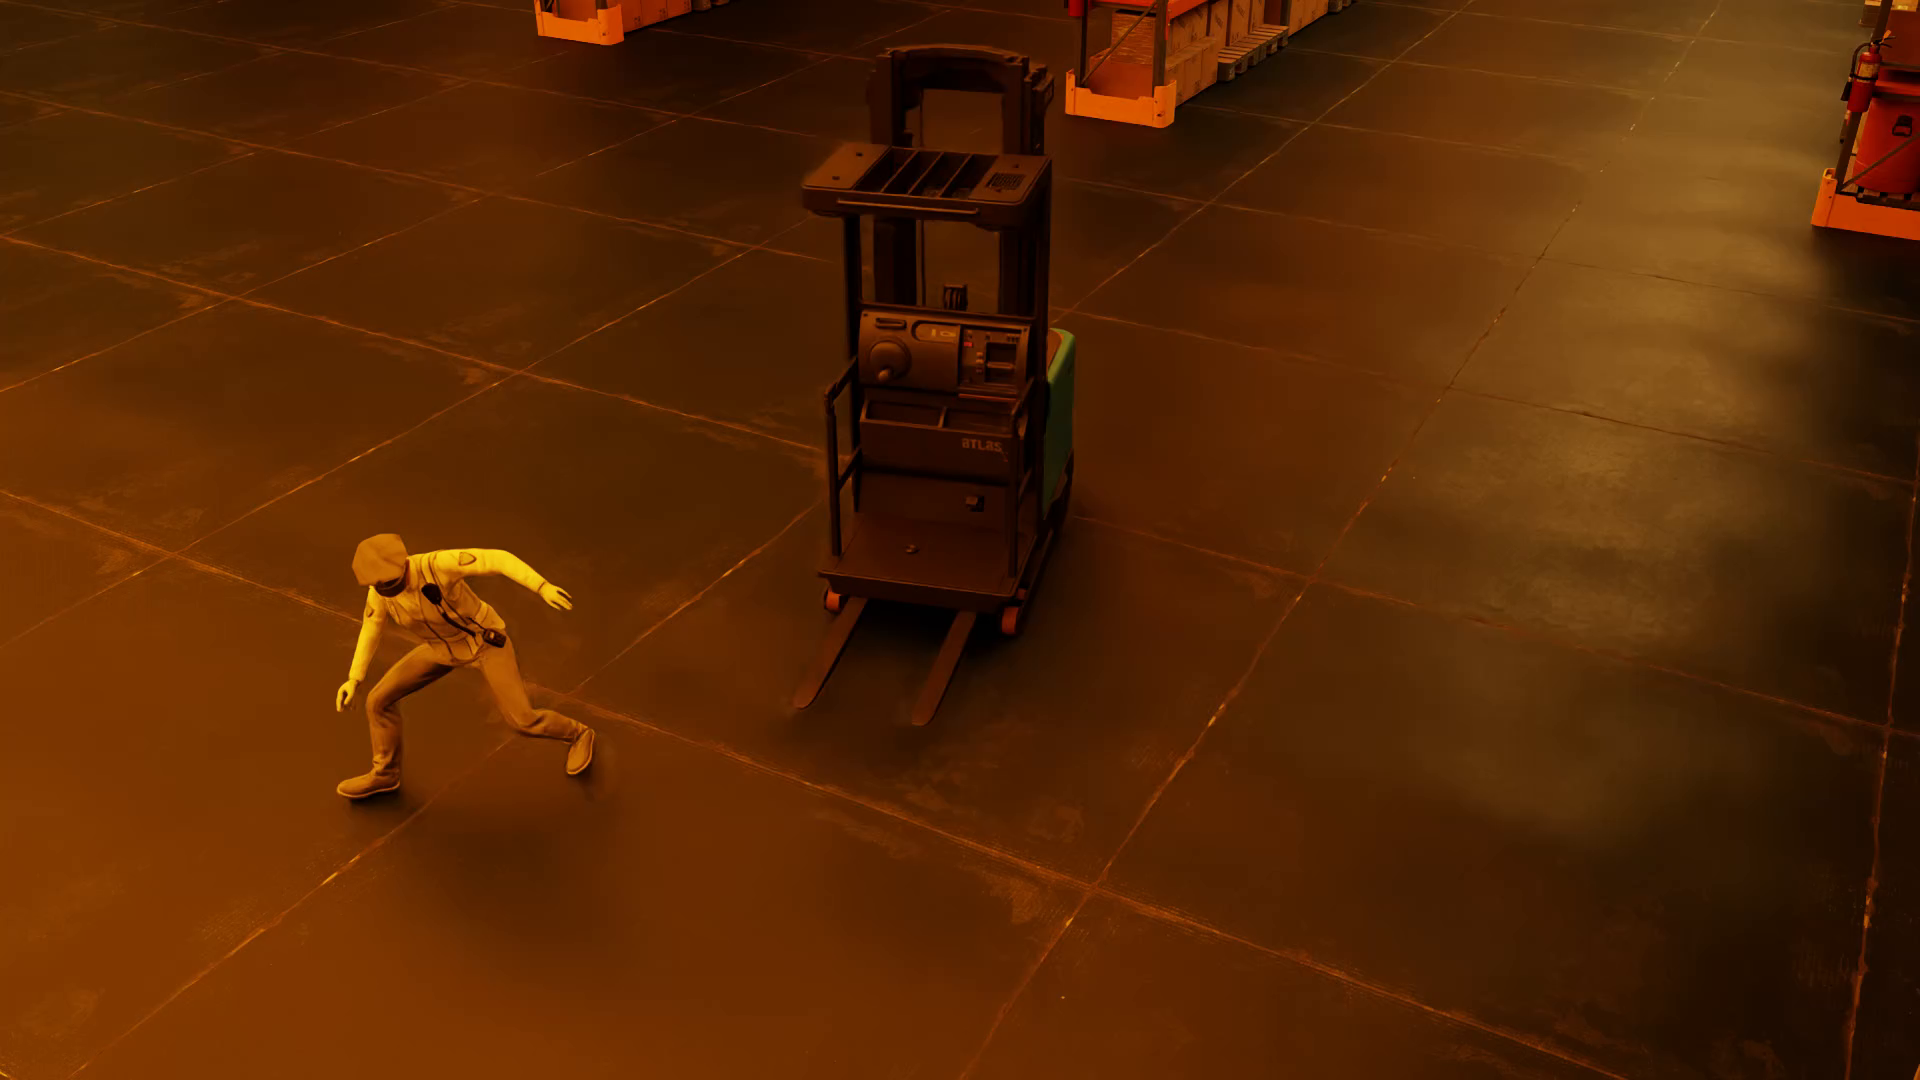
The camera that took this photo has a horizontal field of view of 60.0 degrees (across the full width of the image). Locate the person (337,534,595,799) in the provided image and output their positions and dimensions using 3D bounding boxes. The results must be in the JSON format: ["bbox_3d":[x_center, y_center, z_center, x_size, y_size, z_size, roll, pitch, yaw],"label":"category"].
[{"bbox_3d":[-2.306,0.548,7.652,1.127,1.403,0.705,8,31,14],"label":"person"}]

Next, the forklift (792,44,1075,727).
[{"bbox_3d":[-0.137,-0.955,8.726,1.130,2.935,3.031,7,31,12],"label":"forklift"}]
